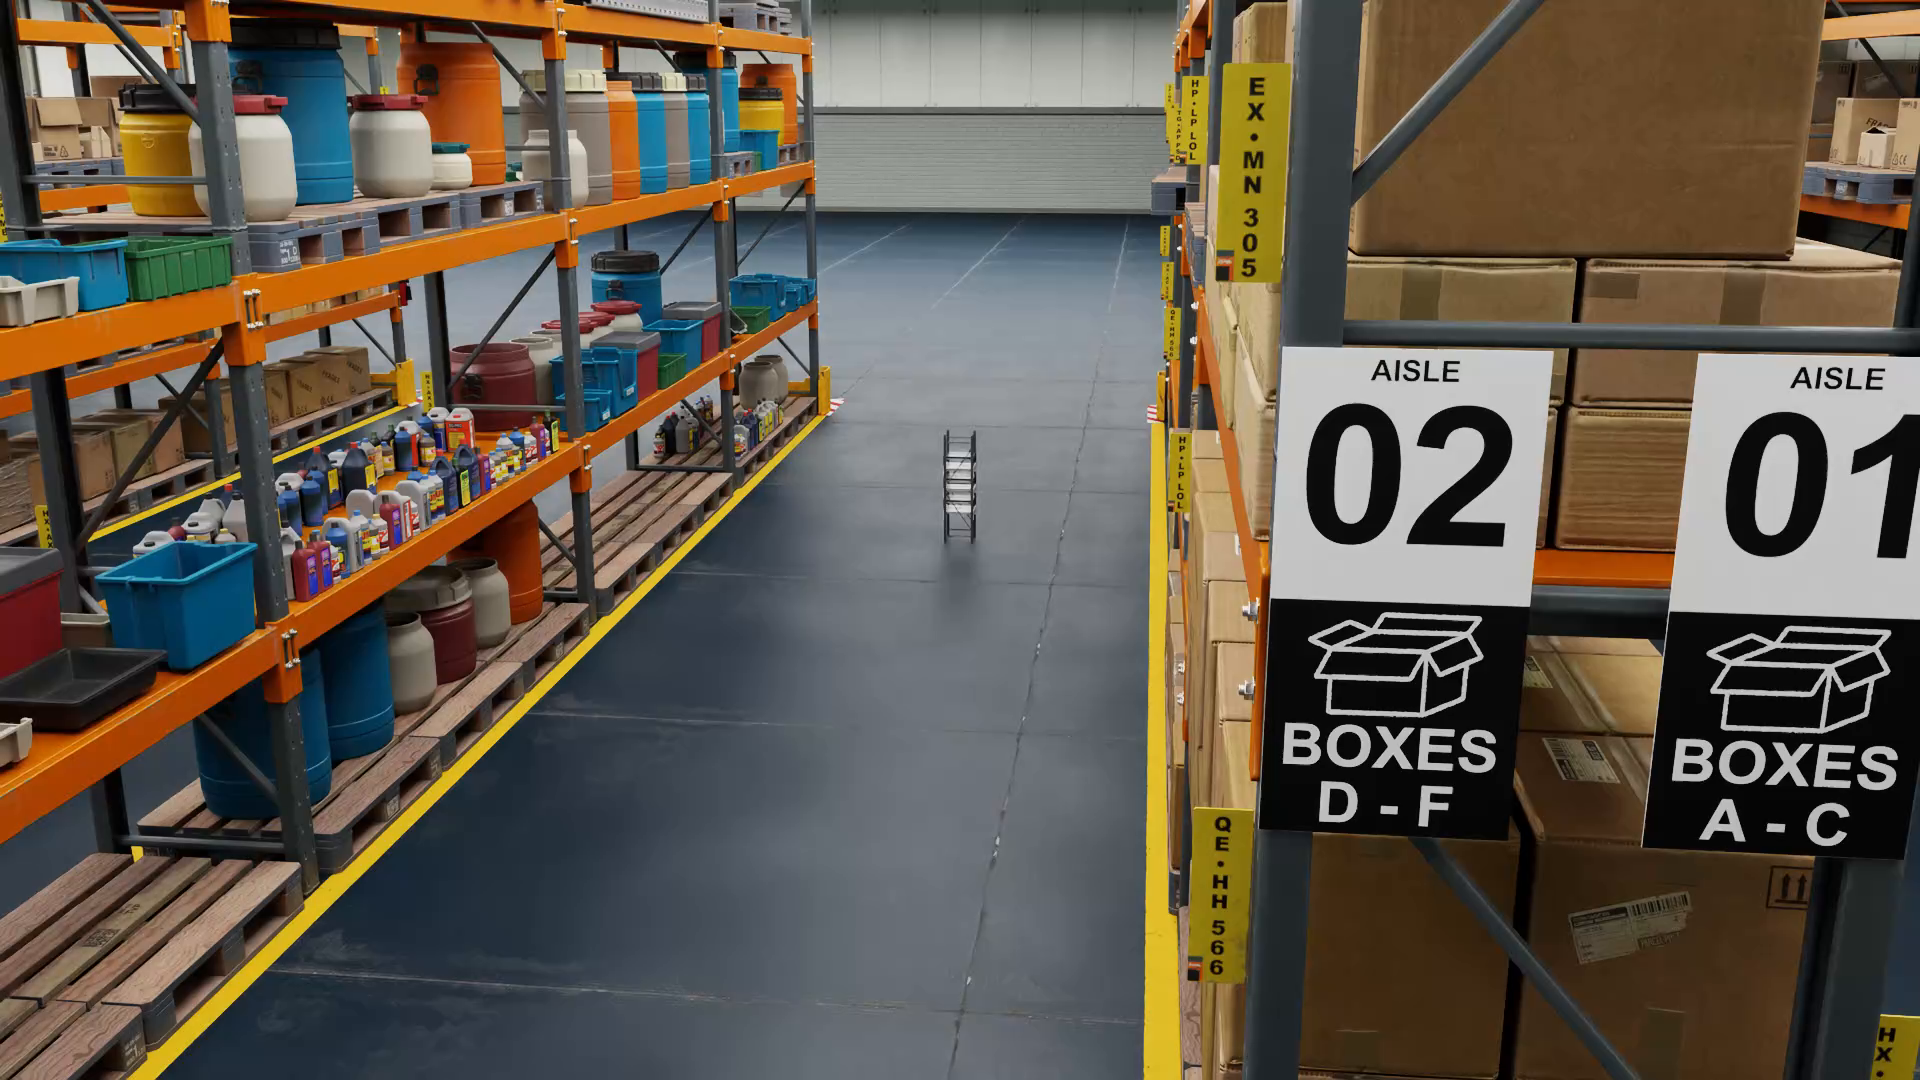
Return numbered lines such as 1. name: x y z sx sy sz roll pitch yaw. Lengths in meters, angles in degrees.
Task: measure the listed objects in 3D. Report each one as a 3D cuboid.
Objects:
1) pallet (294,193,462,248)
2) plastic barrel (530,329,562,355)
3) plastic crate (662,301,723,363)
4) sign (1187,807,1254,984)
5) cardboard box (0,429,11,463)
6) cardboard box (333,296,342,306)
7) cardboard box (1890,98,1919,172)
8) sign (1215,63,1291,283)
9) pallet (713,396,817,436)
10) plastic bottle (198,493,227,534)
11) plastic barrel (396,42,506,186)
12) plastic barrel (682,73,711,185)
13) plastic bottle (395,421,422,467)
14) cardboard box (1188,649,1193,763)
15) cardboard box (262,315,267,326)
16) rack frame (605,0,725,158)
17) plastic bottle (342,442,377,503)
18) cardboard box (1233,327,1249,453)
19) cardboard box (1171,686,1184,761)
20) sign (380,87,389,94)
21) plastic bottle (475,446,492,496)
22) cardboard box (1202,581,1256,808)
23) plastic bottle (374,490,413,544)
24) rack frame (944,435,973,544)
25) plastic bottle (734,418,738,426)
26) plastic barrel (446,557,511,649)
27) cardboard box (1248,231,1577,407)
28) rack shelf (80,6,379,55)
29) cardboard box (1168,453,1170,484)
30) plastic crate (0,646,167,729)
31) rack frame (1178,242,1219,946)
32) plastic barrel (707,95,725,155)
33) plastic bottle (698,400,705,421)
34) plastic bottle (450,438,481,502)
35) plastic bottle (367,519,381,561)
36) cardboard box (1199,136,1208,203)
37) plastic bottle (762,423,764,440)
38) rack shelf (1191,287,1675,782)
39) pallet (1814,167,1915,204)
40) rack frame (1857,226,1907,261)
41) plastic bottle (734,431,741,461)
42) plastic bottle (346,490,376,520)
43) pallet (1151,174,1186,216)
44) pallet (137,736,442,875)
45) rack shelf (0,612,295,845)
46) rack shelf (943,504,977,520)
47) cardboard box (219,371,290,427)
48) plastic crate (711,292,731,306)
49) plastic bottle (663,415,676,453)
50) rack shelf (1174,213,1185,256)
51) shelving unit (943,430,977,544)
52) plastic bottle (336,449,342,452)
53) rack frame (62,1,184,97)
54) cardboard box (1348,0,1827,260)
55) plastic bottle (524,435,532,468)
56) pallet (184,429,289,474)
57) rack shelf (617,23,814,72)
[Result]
1. pallet: -3.361 -1.699 8.815 1.003 0.211 1.213 2 15 6
2. plastic barrel: -3.074 -1.316 12.568 0.421 0.512 0.421 0 15 0
3. plastic crate: -2.325 -1.813 14.499 0.402 0.464 0.583 2 15 6
4. sign: 0.444 0.609 2.839 0.100 0.325 0.005 2 15 6
5. cardboard box: -7.851 -0.706 13.034 0.500 0.250 0.500 3 16 13
6. cardboard box: -6.990 -2.640 18.159 0.380 0.149 0.250 2 15 6
7. cardboard box: 6.989 -2.865 11.768 0.500 0.500 0.500 1 15 4
8. sign: 0.444 -0.555 2.524 0.100 0.325 0.005 2 15 6
9. pallet: -2.182 -1.377 18.349 1.003 0.211 1.213 2 15 6
10. plastic bottle: -3.698 -0.066 8.255 0.144 0.351 0.185 2 15 6
11. plastic barrel: -3.093 -2.590 10.122 0.600 0.830 0.708 2 15 6
12. plastic barrel: -2.416 -3.469 14.036 0.600 0.901 0.708 2 15 6
13. plastic bottle: -3.448 -0.597 10.361 0.152 0.276 0.135 2 15 6
14. cardboard box: 1.061 0.514 5.825 0.500 0.500 0.500 2 15 7
15. cardboard box: -7.112 -2.184 16.473 0.380 0.149 0.250 2 15 6
16. rack frame: -2.574 -4.813 14.222 1.000 3.000 0.127 2 15 6
17. plastic bottle: -3.408 -0.382 9.424 0.144 0.351 0.185 2 15 6
18. cardboard box: 0.856 -0.304 3.580 0.500 0.250 0.500 2 15 6
19. cardboard box: 1.279 1.035 8.035 0.500 0.500 0.500 2 15 6
20. sign: -6.495 -4.954 18.794 0.100 0.325 0.005 2 15 6
21. plastic bottle: -2.776 -0.409 9.653 0.061 0.283 0.133 2 15 6
22. cardboard box: 0.880 0.422 4.247 0.500 0.500 0.500 2 15 8
23. plastic bottle: -2.942 -0.131 8.638 0.152 0.276 0.135 2 15 6
24. rack frame: -0.012 -0.406 13.439 0.240 0.900 0.006 2 15 6
25. plastic bottle: -2.214 -1.052 16.038 0.144 0.351 0.185 2 15 6
26. plastic barrel: -3.039 0.395 10.416 0.421 0.512 0.421 0 15 0
27. cardboard box: 0.798 -0.415 3.035 0.500 0.250 0.500 2 15 6
28. rack shelf: -7.270 -5.129 16.774 1.077 0.370 4.000 2 15 6
29. cardboard box: 1.934 -0.552 13.347 0.500 0.311 0.500 1 15 4
30. plastic crate: -3.336 0.560 6.257 0.437 0.125 0.590 2 15 6
31. rack frame: 1.444 0.305 6.788 1.000 3.000 0.127 2 15 6
32. plastic barrel: -2.330 -3.728 14.936 0.421 0.512 0.421 0 15 0
33. plastic bottle: -2.676 -1.300 17.106 0.097 0.271 0.097 0 15 0
34. plastic bottle: -2.836 -0.402 9.496 0.144 0.351 0.185 2 15 6
35. plastic bottle: -2.954 -0.004 8.313 0.097 0.201 0.097 0 15 0
36. cardboard box: 1.880 -2.115 9.798 0.910 0.500 0.500 2 15 6
37. plastic bottle: -1.994 -1.097 16.492 0.097 0.201 0.097 0 15 0
38. rack shelf: 1.219 -0.277 4.572 1.077 0.370 4.000 2 15 6
39. pallet: 6.980 -2.556 11.983 1.213 0.211 1.003 2 15 6
40. rack frame: 7.270 -1.625 13.926 1.000 3.000 0.127 2 15 6
41. plastic bottle: -2.103 -0.882 15.561 0.097 0.271 0.097 0 15 0
42. plastic bottle: -3.093 -0.136 8.655 0.152 0.276 0.135 2 15 6
43. pallet: 1.883 -2.268 10.919 1.213 0.211 1.003 2 15 9
44. pallet: -3.348 1.305 8.431 1.003 0.211 1.213 2 15 6
45. rack shelf: -3.703 1.024 5.507 1.077 0.370 4.000 2 15 6
46. rack shelf: -0.001 -0.226 13.592 0.258 0.077 0.200 2 15 6
47. cardboard box: -7.362 -1.474 17.349 0.500 0.500 0.500 0 15 1
48. plastic crate: -2.544 -2.604 18.053 0.298 0.136 0.250 2 15 6
49. plastic bottle: -2.788 -1.026 15.942 0.144 0.351 0.185 1 15 5
50. rack shelf: 2.121 -2.352 12.246 1.077 0.370 4.000 2 15 6
51. shelving unit: -0.001 -0.432 13.537 0.258 0.900 0.210 2 15 6
52. plastic bottle: -3.566 -0.386 9.589 0.097 0.271 0.097 0 15 0
53. rack frame: -7.496 -4.959 14.761 1.000 3.000 0.127 2 15 6
54. cardboard box: 1.035 -0.770 2.911 0.700 0.500 0.500 2 15 6
55. plastic bottle: -2.716 -0.552 10.336 0.097 0.201 0.097 0 15 0
56. pallet: -7.455 -0.892 16.556 1.003 0.211 1.213 2 15 6
57. rack shelf: -2.349 -4.791 16.286 1.077 0.370 4.000 2 15 6
